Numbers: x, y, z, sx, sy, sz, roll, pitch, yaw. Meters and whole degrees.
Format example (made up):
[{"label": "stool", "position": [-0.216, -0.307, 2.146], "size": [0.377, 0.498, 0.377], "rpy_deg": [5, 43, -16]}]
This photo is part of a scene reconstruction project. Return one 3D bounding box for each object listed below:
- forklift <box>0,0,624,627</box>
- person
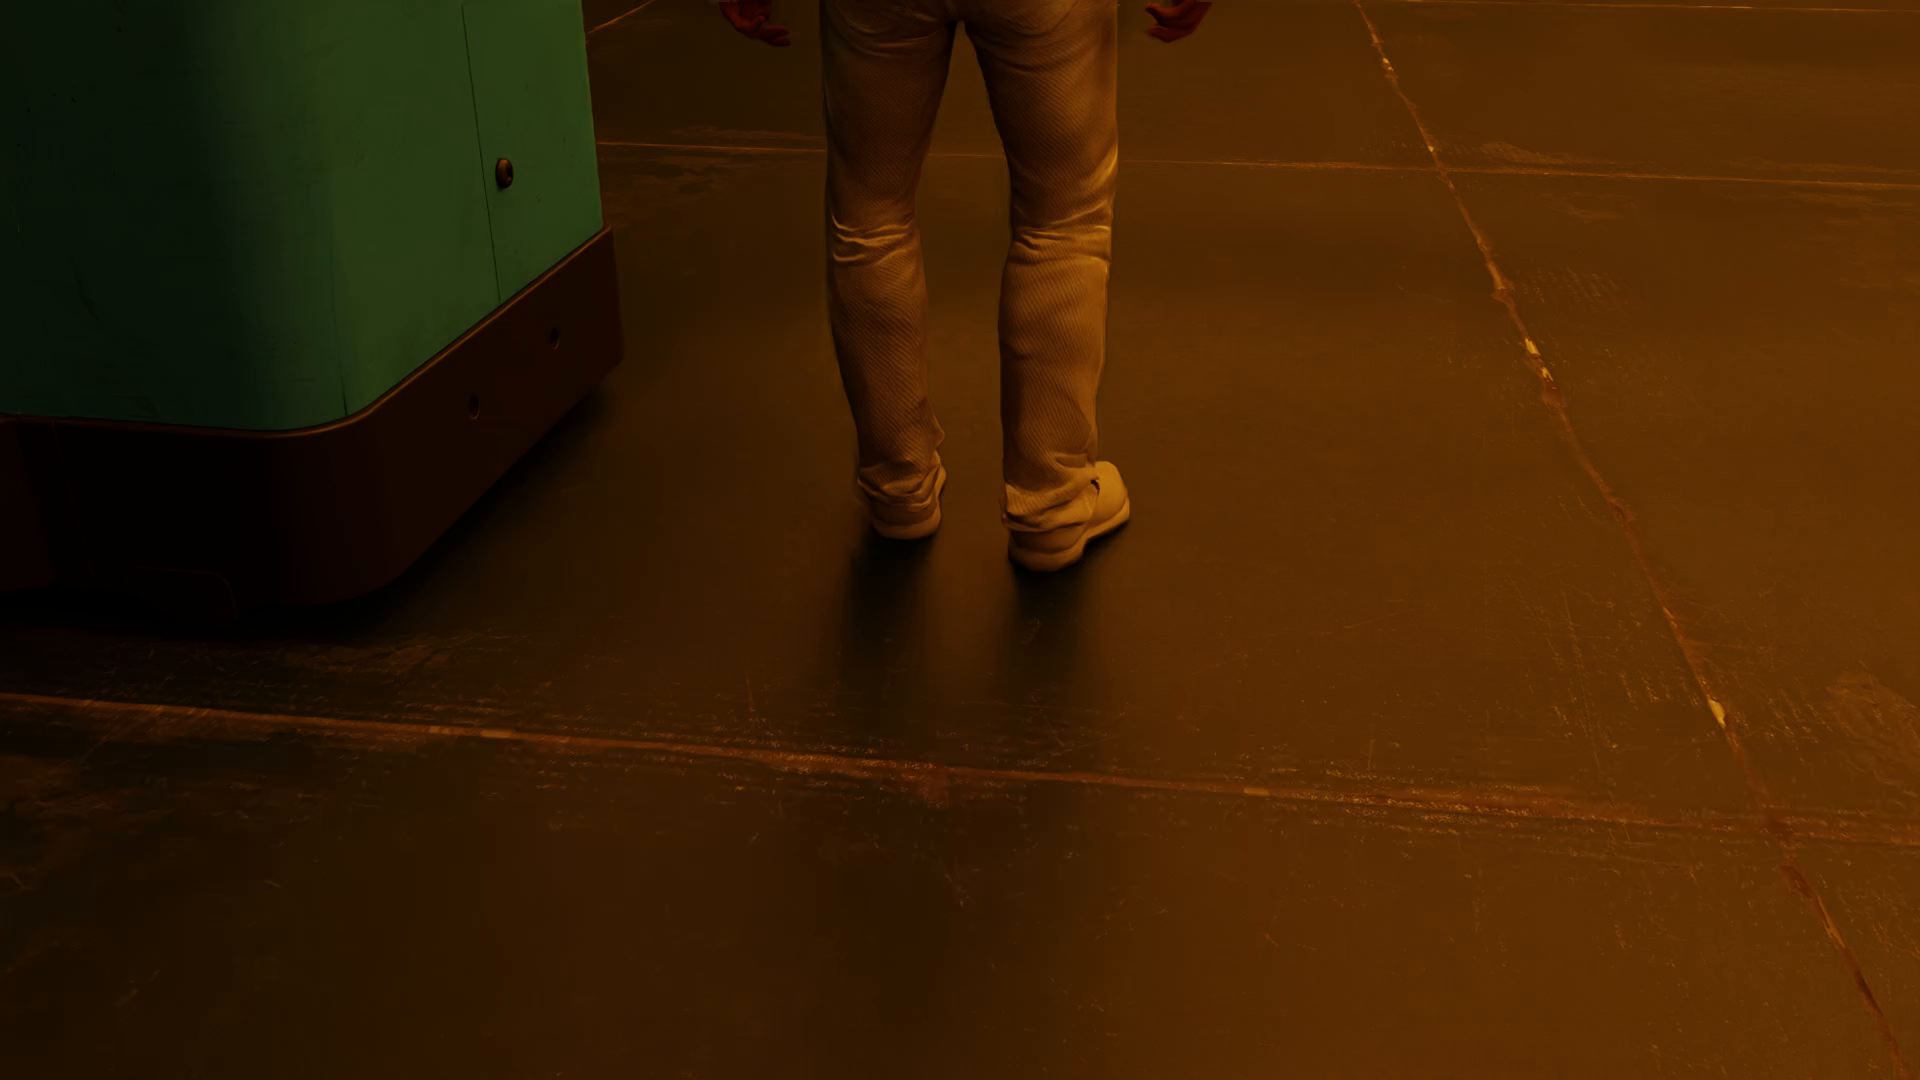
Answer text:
[{"label": "forklift", "position": [-2.173, -1.501, 2.226], "size": [3.031, 2.935, 1.130], "rpy_deg": [5, 27, 9]}, {"label": "person", "position": [0.018, -0.805, 2.177], "size": [0.654, 1.751, 0.425], "rpy_deg": [4, 27, 8]}]
